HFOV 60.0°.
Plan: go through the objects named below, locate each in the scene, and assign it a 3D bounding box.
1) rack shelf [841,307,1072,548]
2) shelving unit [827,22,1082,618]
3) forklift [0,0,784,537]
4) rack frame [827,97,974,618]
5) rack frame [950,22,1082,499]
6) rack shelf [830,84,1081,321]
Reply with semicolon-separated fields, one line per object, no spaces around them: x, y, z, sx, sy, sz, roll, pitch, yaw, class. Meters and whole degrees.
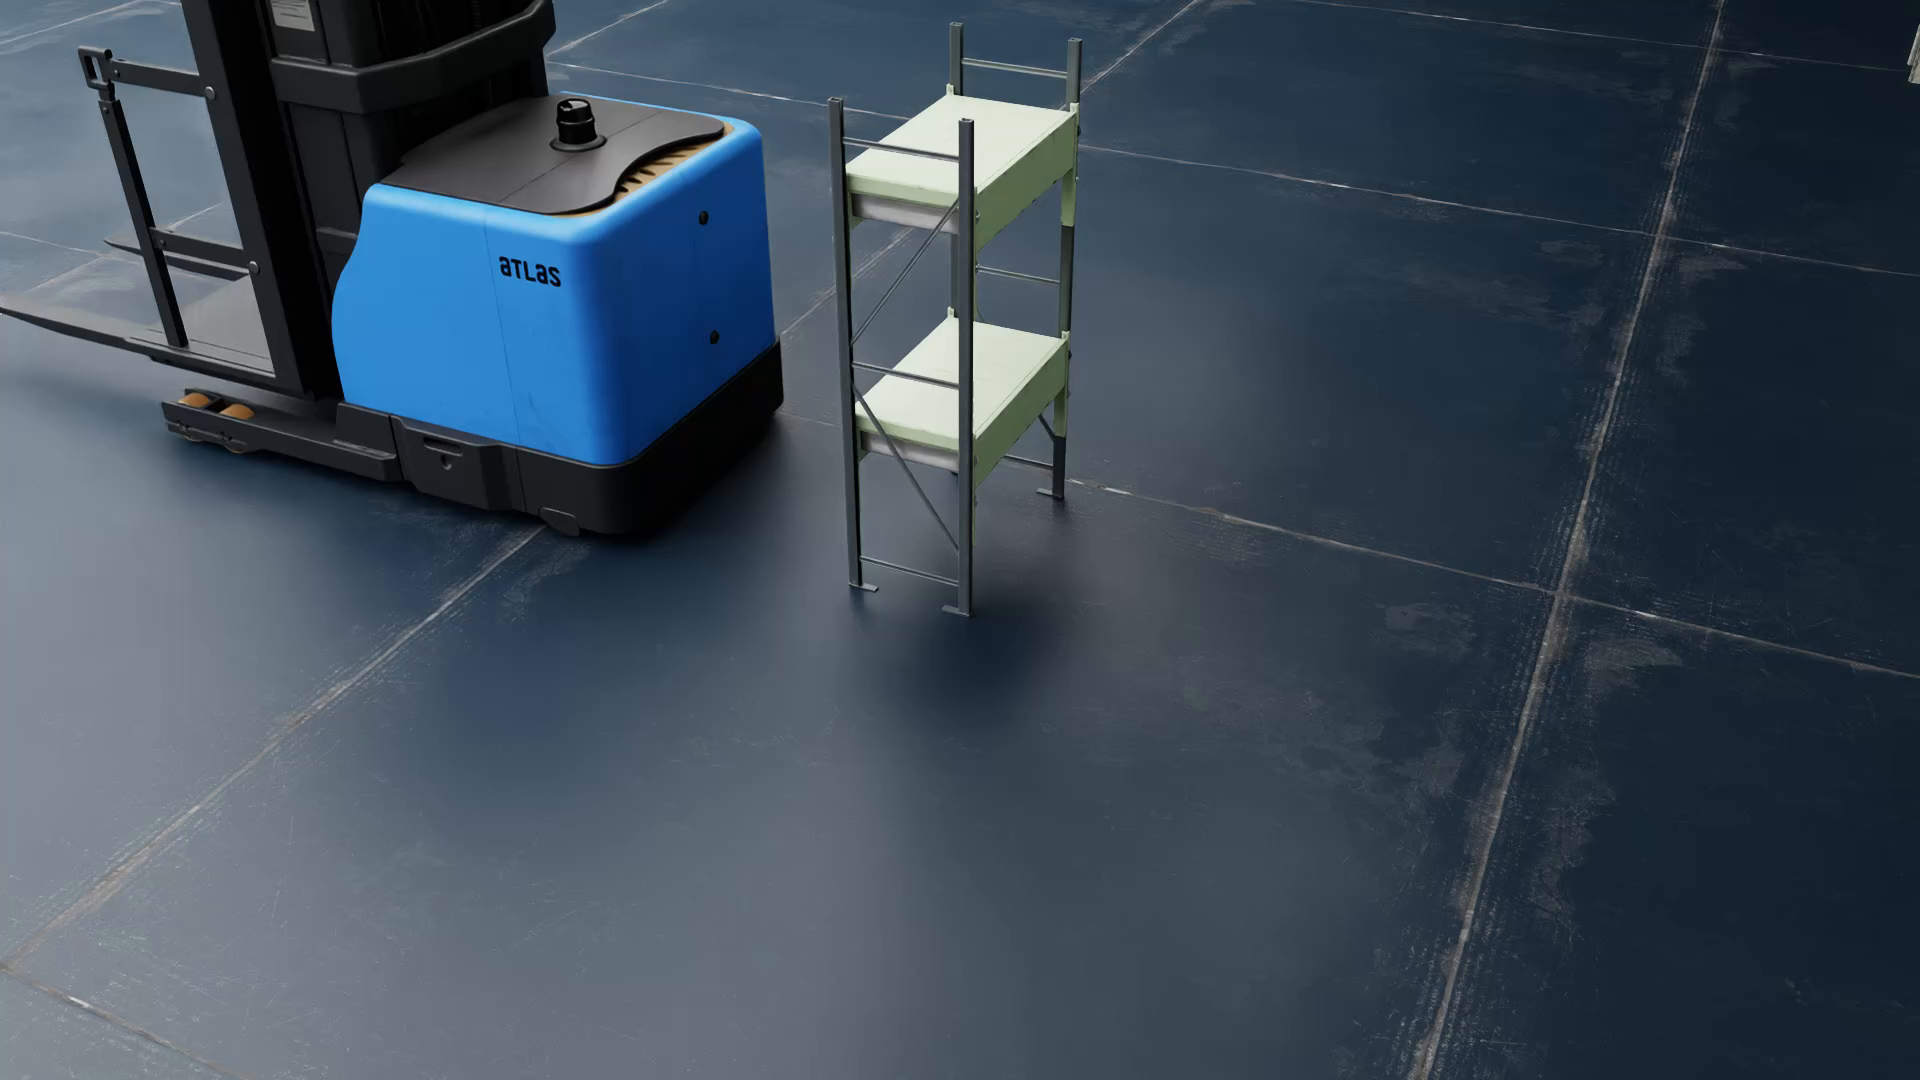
0.003;-0.358;5.023;0.431;0.370;0.720;14;36;20;rack shelf
0.003;-0.631;4.844;0.431;1.500;0.755;14;36;20;shelving unit
-2.183;-1.769;5.274;3.031;2.935;1.130;14;36;20;forklift
-0.150;-0.448;4.566;0.400;1.500;0.023;14;36;20;rack frame
0.156;-0.813;5.122;0.400;1.500;0.023;14;36;20;rack frame
0.003;-0.957;4.630;0.431;0.370;0.720;14;36;20;rack shelf
